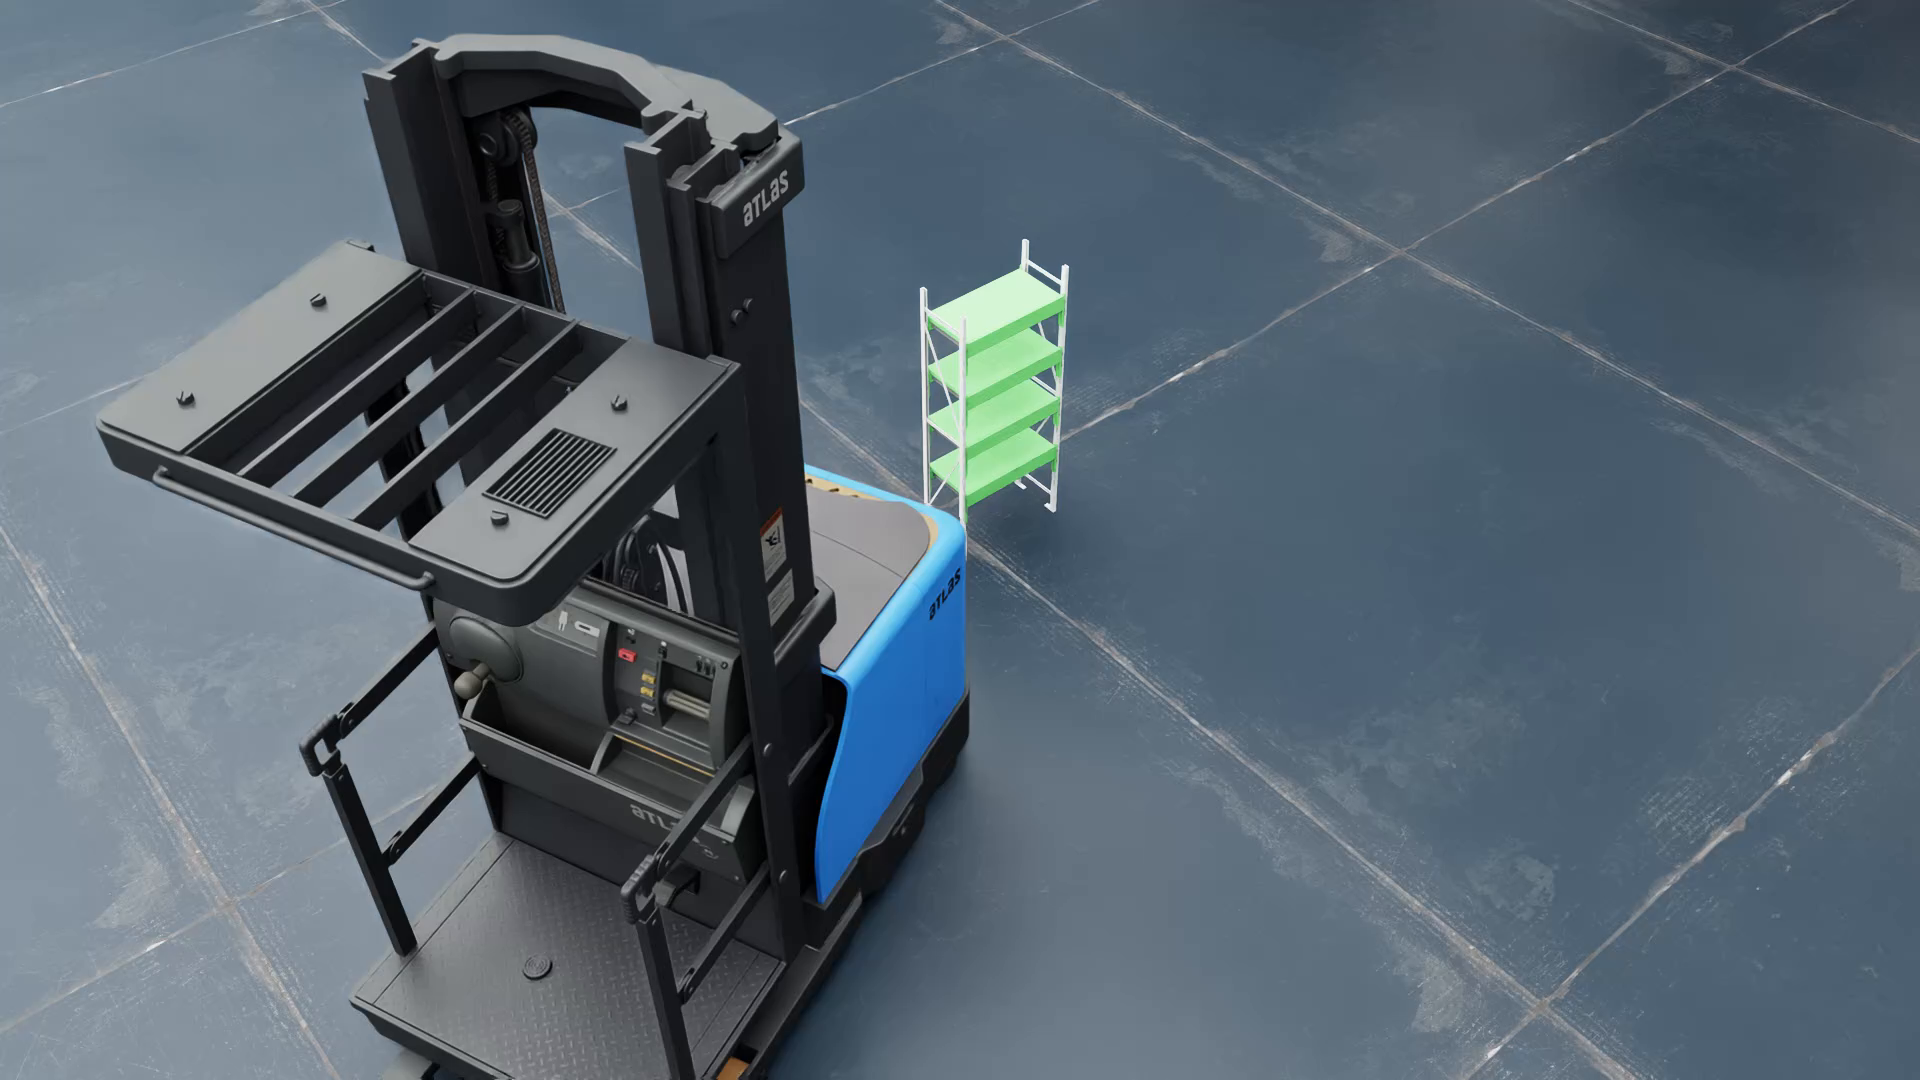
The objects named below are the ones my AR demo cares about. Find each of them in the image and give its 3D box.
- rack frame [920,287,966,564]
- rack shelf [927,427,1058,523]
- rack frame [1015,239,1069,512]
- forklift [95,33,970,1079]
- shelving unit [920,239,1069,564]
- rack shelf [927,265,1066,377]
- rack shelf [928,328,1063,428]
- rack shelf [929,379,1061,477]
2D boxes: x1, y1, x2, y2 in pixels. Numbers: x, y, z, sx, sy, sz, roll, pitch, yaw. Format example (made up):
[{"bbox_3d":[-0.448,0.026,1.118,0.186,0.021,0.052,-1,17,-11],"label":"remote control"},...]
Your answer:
[{"bbox_3d":[-0.060,-0.403,6.303,0.015,1.200,0.240,-30,51,-28],"label":"rack frame"},{"bbox_3d":[0.127,-0.289,6.625,0.480,0.148,0.258,-30,51,-28],"label":"rack shelf"},{"bbox_3d":[0.314,-0.617,6.531,0.015,1.200,0.240,-30,51,-28],"label":"rack frame"},{"bbox_3d":[-1.083,0.396,4.188,1.130,2.935,3.031,19,46,19],"label":"forklift"},{"bbox_3d":[0.127,-0.510,6.417,0.503,1.200,0.258,-30,51,-28],"label":"shelving unit"},{"bbox_3d":[0.127,-0.813,6.132,0.480,0.148,0.258,-30,51,-28],"label":"rack shelf"},{"bbox_3d":[0.127,-0.638,6.296,0.480,0.148,0.258,-30,51,-28],"label":"rack shelf"},{"bbox_3d":[0.127,-0.463,6.460,0.480,0.148,0.258,-30,51,-28],"label":"rack shelf"}]
